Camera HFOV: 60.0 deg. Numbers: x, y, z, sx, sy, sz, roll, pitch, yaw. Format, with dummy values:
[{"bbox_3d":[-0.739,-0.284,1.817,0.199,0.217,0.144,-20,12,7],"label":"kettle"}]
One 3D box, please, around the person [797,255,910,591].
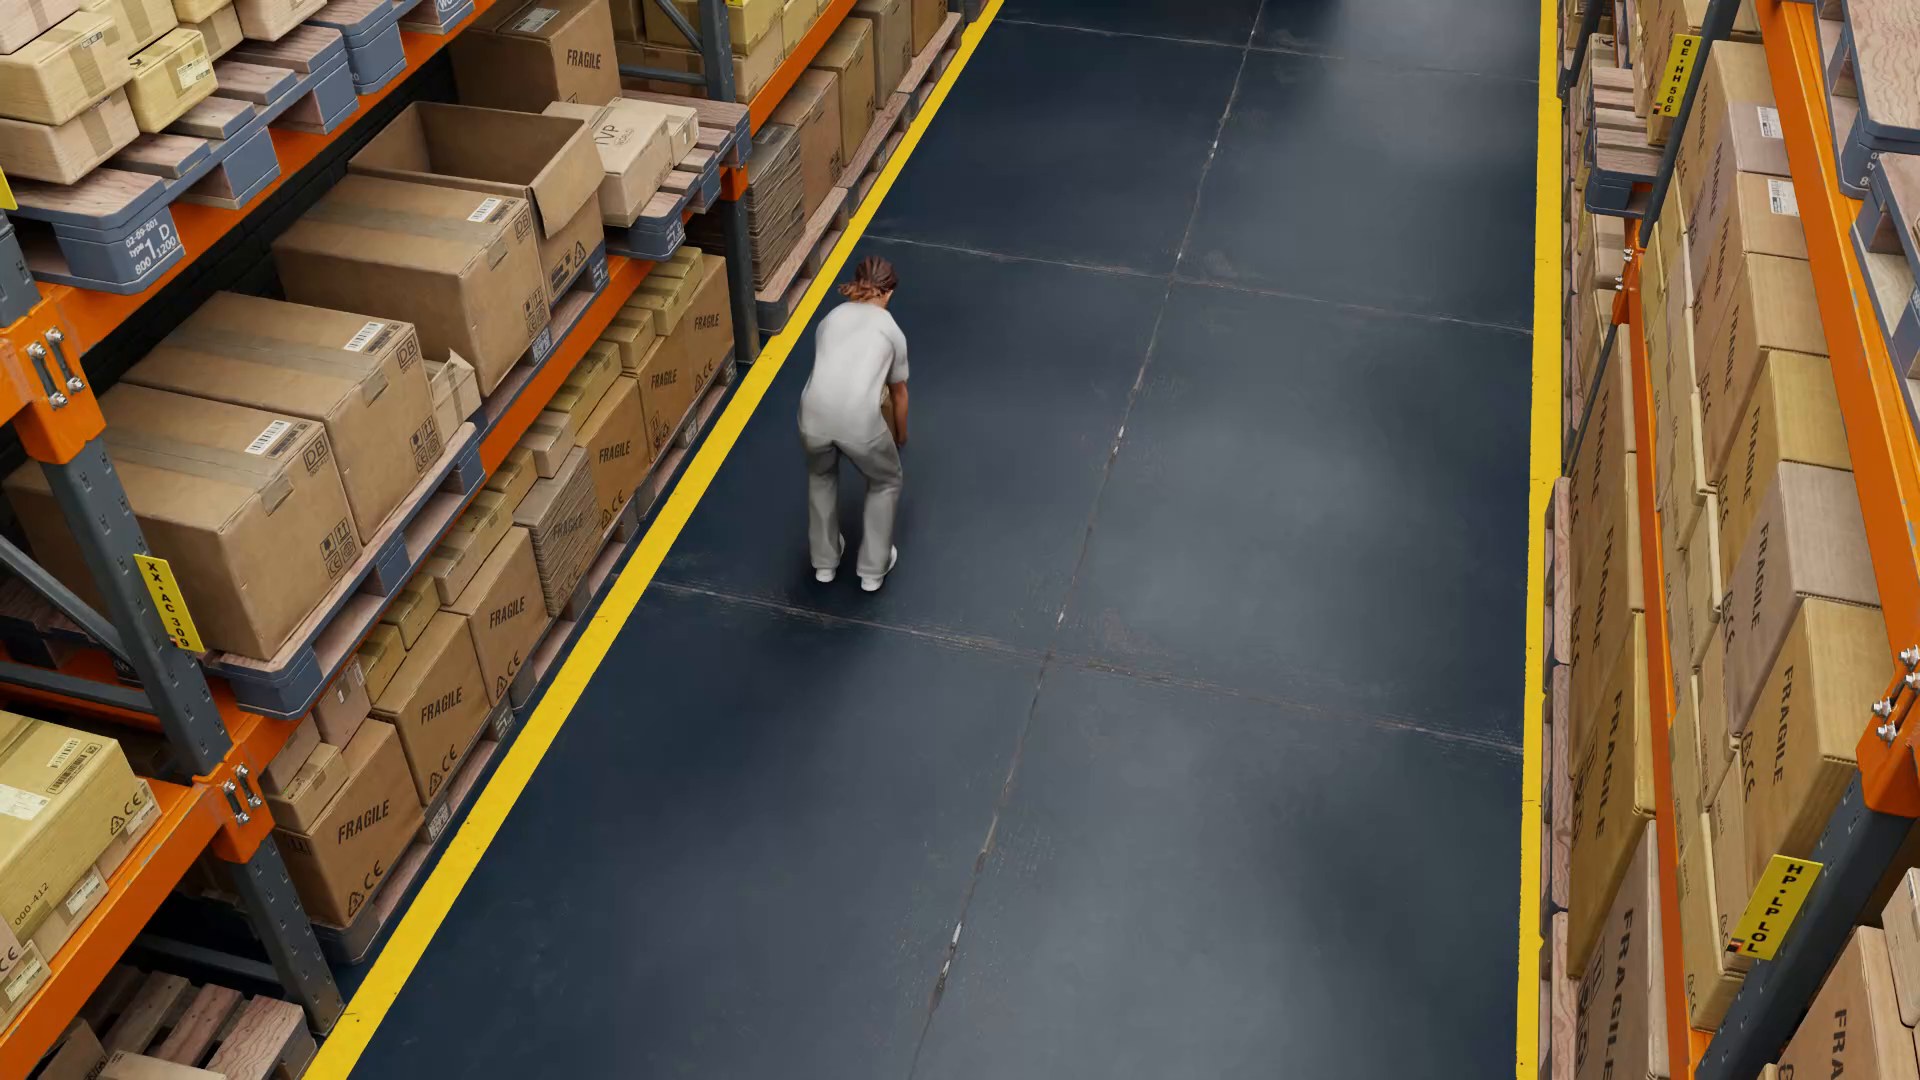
[{"bbox_3d":[-0.416,-0.489,7.044,0.414,1.252,0.834,8,42,10],"label":"person"}]
